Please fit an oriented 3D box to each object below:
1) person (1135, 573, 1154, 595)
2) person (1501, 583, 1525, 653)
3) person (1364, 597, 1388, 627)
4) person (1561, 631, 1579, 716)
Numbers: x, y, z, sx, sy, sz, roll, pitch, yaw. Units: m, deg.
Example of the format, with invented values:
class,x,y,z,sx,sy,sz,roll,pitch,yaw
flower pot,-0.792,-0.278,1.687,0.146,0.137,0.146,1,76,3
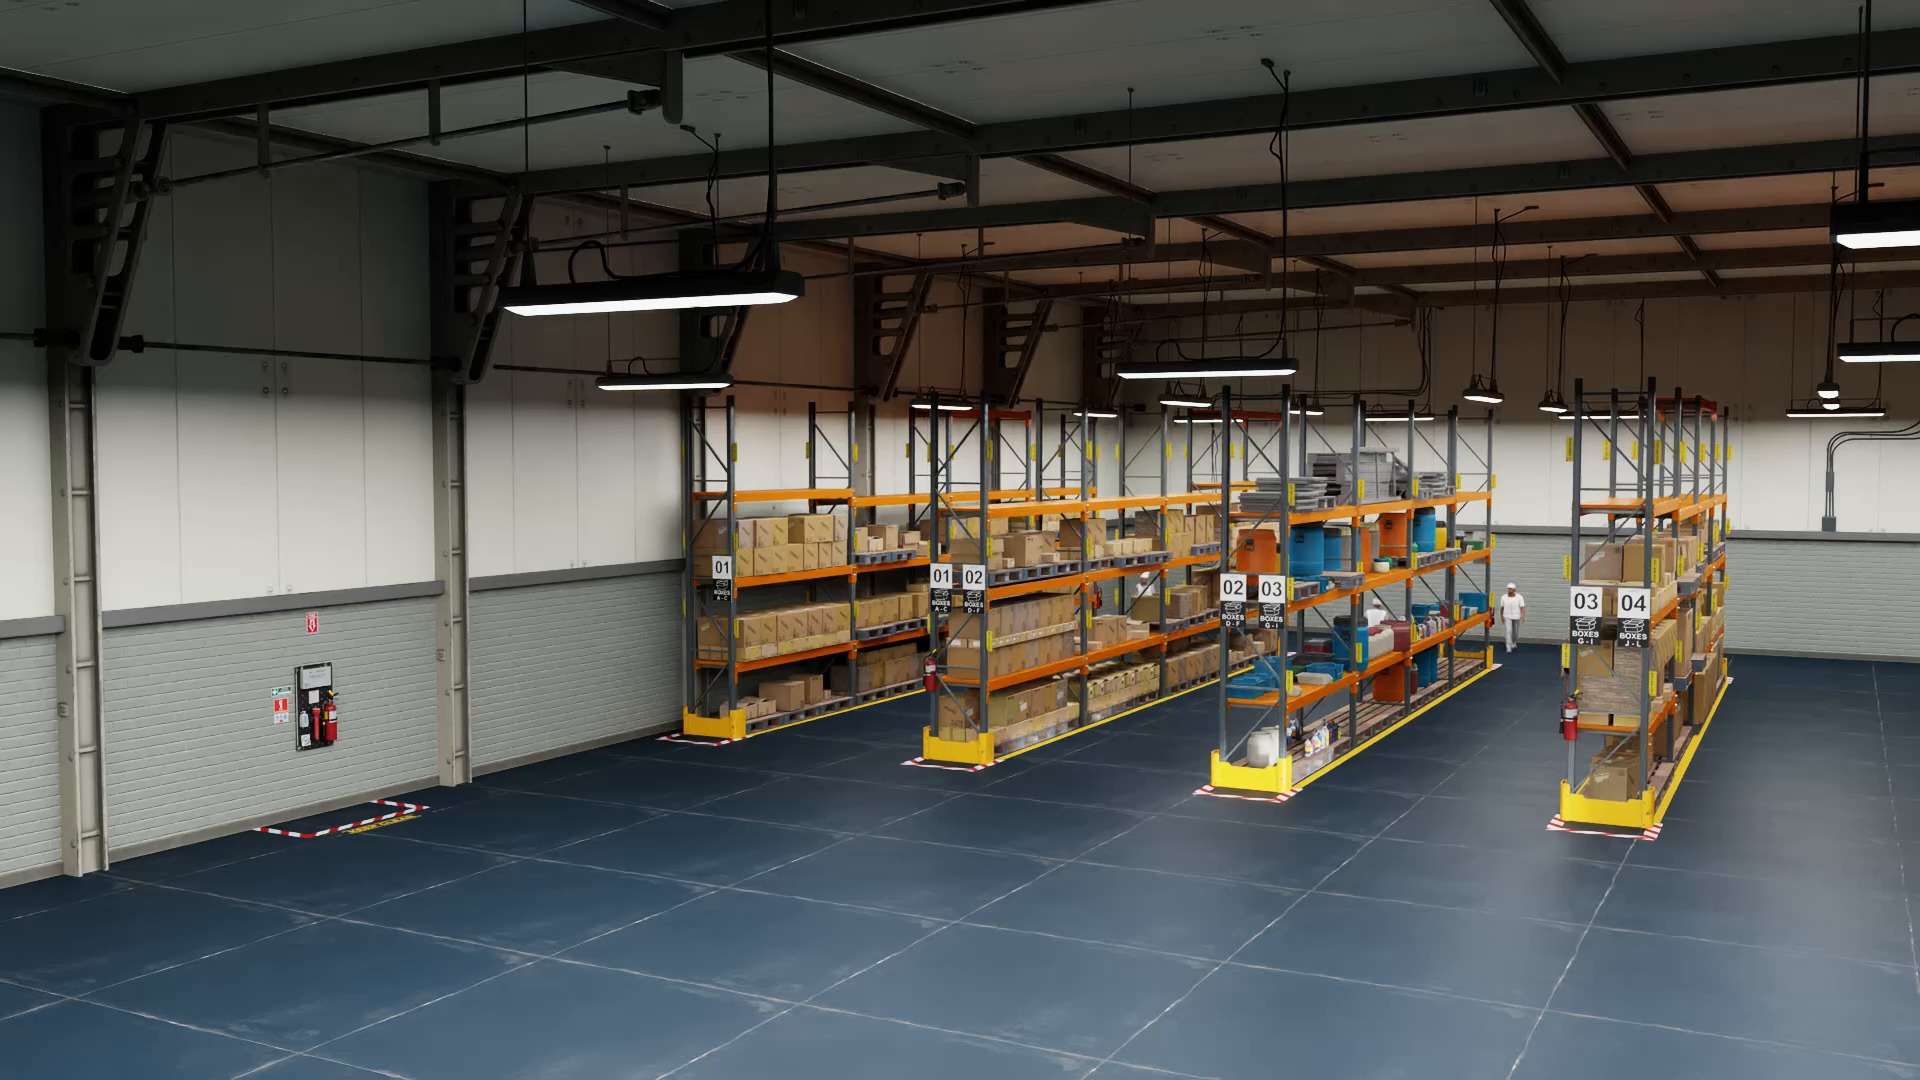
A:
class,x,y,z,sx,sy,sz,roll,pitch,yaw
person,5.031,1.747,45.297,0.545,1.719,1.096,0,3,3
person,13.834,1.939,41.616,0.550,1.724,1.056,1,3,12
person,9.292,2.174,37.214,0.643,1.761,0.654,0,3,4
person,11.657,2.508,31.358,0.600,1.702,0.606,3,4,42
